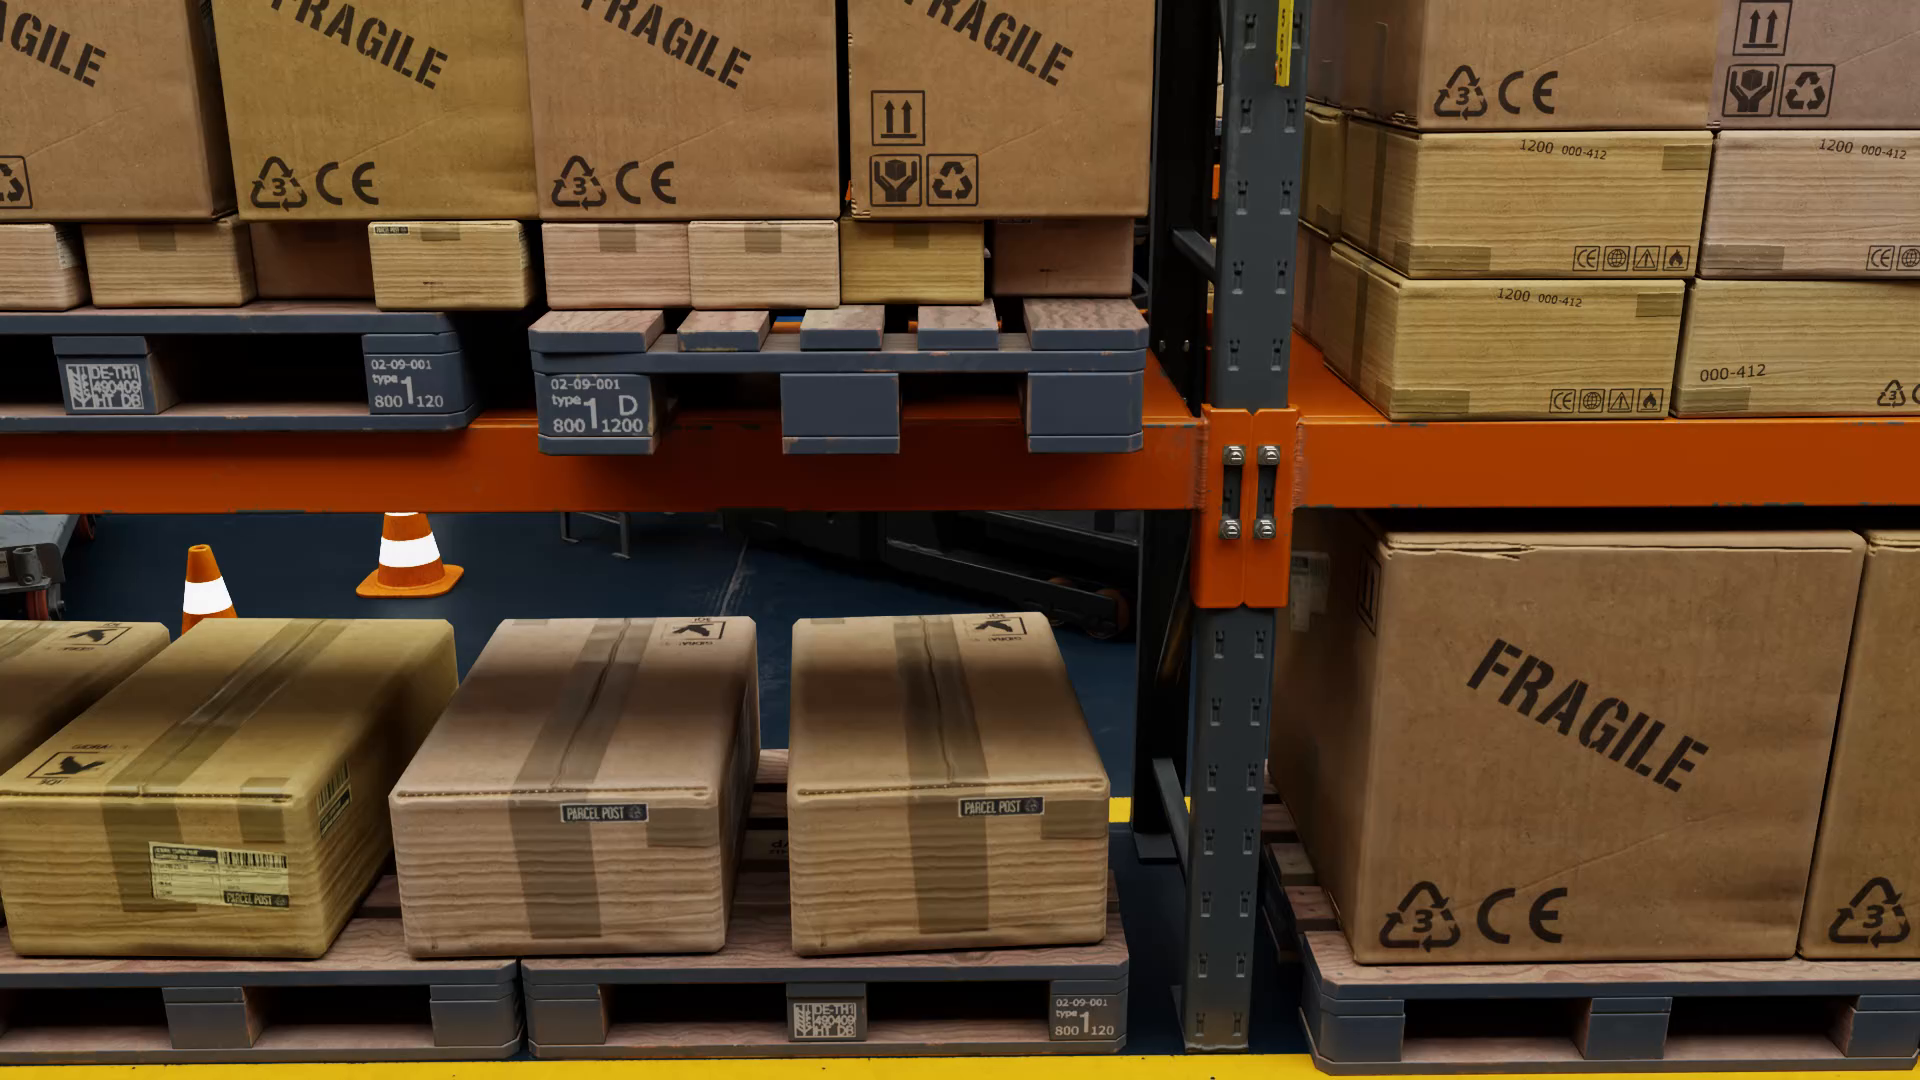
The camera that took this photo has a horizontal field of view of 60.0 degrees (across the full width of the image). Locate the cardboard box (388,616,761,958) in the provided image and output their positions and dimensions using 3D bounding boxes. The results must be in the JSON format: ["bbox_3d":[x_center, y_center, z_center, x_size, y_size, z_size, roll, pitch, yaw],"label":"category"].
[{"bbox_3d":[-0.795,0.507,3.672,0.625,0.372,0.950,-1,18,-2],"label":"cardboard box"}]

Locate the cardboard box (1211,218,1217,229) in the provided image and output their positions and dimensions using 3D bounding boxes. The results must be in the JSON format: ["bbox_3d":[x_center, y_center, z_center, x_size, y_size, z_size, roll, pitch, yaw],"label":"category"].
[{"bbox_3d":[1.513,-1.518,8.545,0.500,0.250,0.500,0,18,0],"label":"cardboard box"}]

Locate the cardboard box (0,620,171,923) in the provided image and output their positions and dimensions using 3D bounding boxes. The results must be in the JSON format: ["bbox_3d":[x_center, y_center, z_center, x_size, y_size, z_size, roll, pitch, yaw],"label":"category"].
[{"bbox_3d":[-2.249,0.512,3.654,0.625,0.372,0.950,1,18,3],"label":"cardboard box"}]

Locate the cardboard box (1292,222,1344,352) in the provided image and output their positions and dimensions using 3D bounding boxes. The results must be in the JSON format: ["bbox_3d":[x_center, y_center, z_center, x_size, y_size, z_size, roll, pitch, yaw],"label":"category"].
[{"bbox_3d":[1.009,-0.561,3.631,0.500,0.250,0.500,-1,18,-3],"label":"cardboard box"}]

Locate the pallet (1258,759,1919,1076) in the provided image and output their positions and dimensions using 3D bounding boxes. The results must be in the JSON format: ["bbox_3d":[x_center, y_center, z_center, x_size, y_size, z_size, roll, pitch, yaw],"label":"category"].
[{"bbox_3d":[1.297,0.797,3.719,1.213,0.211,1.003,0,18,-1],"label":"pallet"}]

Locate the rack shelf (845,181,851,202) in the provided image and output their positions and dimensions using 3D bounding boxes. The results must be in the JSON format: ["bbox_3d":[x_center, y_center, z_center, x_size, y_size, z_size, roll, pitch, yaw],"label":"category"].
[{"bbox_3d":[-1.672,-1.710,8.144,4.000,0.370,1.077,0,18,-1],"label":"rack shelf"}]

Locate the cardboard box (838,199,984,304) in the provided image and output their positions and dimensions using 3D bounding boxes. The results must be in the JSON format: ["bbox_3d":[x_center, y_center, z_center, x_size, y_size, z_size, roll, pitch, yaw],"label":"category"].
[{"bbox_3d":[-0.084,-0.534,3.025,0.250,0.149,0.380,0,18,0],"label":"cardboard box"}]

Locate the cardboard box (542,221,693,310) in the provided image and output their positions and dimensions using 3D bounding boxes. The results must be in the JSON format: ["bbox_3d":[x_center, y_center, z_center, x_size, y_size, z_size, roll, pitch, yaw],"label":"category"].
[{"bbox_3d":[-0.587,-0.520,2.983,0.250,0.149,0.380,-1,18,-3],"label":"cardboard box"}]

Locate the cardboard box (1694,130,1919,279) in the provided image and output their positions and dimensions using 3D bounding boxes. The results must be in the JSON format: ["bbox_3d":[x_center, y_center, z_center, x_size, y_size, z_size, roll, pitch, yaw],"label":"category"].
[{"bbox_3d":[1.535,-0.646,3.079,0.500,0.250,0.500,0,18,0],"label":"cardboard box"}]

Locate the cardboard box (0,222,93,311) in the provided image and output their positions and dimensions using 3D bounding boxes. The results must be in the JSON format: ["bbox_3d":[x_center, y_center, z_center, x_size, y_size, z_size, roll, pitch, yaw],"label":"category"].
[{"bbox_3d":[-1.631,-0.515,2.968,0.250,0.149,0.380,0,18,1],"label":"cardboard box"}]

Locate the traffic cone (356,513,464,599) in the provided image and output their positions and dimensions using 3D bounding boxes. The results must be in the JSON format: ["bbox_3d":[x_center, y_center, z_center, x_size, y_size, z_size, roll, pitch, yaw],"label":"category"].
[{"bbox_3d":[-2.000,-0.064,5.988,0.334,0.463,0.336,0,18,-1],"label":"traffic cone"}]

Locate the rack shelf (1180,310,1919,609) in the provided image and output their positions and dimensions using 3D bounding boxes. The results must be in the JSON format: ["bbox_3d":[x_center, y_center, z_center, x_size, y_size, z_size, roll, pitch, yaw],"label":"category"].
[{"bbox_3d":[2.507,-0.218,3.493,4.000,0.370,1.077,0,18,-1],"label":"rack shelf"}]

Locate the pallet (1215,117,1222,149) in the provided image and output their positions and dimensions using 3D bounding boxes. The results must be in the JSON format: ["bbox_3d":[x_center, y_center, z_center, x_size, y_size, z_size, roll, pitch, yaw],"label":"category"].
[{"bbox_3d":[1.039,-2.006,8.206,1.003,0.211,1.213,0,18,-1],"label":"pallet"}]

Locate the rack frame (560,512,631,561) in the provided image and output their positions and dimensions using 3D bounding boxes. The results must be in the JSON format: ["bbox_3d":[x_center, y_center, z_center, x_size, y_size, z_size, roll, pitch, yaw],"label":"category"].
[{"bbox_3d":[-1.408,-0.962,6.107,0.400,2.100,0.015,14,23,37],"label":"rack frame"}]

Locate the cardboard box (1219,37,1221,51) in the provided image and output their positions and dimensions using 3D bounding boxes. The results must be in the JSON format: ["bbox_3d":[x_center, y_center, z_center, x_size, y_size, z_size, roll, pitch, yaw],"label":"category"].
[{"bbox_3d":[1.307,-2.370,7.776,0.250,0.149,0.380,0,18,-1],"label":"cardboard box"}]

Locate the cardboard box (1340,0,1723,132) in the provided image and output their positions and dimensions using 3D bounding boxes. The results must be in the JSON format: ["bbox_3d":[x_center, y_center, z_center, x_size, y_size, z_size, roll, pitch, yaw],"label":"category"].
[{"bbox_3d":[1.004,-1.002,2.959,0.500,0.500,0.500,-1,18,-3],"label":"cardboard box"}]

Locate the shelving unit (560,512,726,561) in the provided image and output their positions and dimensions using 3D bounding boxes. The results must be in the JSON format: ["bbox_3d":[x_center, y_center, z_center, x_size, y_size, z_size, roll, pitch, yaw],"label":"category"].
[{"bbox_3d":[-1.254,-1.019,6.287,0.431,2.100,0.503,14,23,37],"label":"shelving unit"}]

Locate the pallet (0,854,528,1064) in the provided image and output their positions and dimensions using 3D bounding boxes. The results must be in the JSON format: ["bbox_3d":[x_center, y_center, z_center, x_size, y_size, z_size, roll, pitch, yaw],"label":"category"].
[{"bbox_3d":[-1.491,0.786,3.753,1.213,0.211,1.003,0,18,-1],"label":"pallet"}]

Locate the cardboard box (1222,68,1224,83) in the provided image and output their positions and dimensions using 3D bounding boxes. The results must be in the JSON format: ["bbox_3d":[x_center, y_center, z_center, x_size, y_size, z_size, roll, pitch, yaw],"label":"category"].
[{"bbox_3d":[1.353,-2.229,7.822,0.250,0.149,0.380,-1,18,-3],"label":"cardboard box"}]

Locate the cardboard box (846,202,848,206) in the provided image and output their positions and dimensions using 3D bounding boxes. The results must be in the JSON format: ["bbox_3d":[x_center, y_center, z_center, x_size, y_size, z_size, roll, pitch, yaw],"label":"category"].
[{"bbox_3d":[-0.873,-2.580,13.053,0.500,0.500,0.700,-2,18,-5],"label":"cardboard box"}]

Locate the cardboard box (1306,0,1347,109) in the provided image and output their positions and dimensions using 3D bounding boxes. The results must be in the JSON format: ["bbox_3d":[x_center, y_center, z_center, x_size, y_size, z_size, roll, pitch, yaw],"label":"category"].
[{"bbox_3d":[1.020,-1.157,3.442,0.500,0.500,0.500,-1,18,-2],"label":"cardboard box"}]

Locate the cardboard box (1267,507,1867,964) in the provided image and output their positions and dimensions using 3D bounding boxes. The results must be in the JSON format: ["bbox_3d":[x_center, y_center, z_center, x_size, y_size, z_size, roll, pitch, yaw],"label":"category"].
[{"bbox_3d":[1.199,0.283,3.545,0.875,0.875,0.875,0,18,-1],"label":"cardboard box"}]

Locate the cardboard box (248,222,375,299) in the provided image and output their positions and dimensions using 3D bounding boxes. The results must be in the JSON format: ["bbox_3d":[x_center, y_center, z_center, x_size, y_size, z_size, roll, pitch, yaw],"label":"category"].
[{"bbox_3d":[-1.115,-0.552,3.081,0.250,0.149,0.380,0,18,0],"label":"cardboard box"}]

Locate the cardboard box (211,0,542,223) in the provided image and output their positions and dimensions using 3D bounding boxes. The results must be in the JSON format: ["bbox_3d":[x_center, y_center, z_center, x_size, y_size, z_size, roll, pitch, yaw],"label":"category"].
[{"bbox_3d":[-0.964,-0.844,2.930,0.500,0.500,0.500,-1,18,-5],"label":"cardboard box"}]

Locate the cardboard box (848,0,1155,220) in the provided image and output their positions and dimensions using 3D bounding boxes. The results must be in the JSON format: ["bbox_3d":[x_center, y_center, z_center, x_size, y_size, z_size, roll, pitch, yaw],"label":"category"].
[{"bbox_3d":[0.057,-0.853,2.957,0.500,0.500,0.500,-1,18,-2],"label":"cardboard box"}]

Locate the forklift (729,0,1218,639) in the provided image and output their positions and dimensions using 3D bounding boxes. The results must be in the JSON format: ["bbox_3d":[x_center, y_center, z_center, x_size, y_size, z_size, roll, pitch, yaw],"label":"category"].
[{"bbox_3d":[0.565,-1.249,5.642,3.031,2.935,1.130,13,22,36],"label":"forklift"}]

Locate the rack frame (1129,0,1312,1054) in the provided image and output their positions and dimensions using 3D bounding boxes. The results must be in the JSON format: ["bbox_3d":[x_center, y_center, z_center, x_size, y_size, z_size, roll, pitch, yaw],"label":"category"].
[{"bbox_3d":[0.507,-0.550,3.353,0.127,3.000,1.000,0,18,-1],"label":"rack frame"}]

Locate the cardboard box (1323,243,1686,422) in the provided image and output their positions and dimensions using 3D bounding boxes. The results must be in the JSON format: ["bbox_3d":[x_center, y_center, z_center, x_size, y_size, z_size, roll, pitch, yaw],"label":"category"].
[{"bbox_3d":[1.001,-0.405,3.144,0.500,0.250,0.500,-1,18,-2],"label":"cardboard box"}]

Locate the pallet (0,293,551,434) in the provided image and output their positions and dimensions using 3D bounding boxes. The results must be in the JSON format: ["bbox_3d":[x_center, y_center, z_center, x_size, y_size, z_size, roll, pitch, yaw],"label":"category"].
[{"bbox_3d":[-1.471,-0.437,3.313,1.213,0.211,1.003,0,18,-1],"label":"pallet"}]
